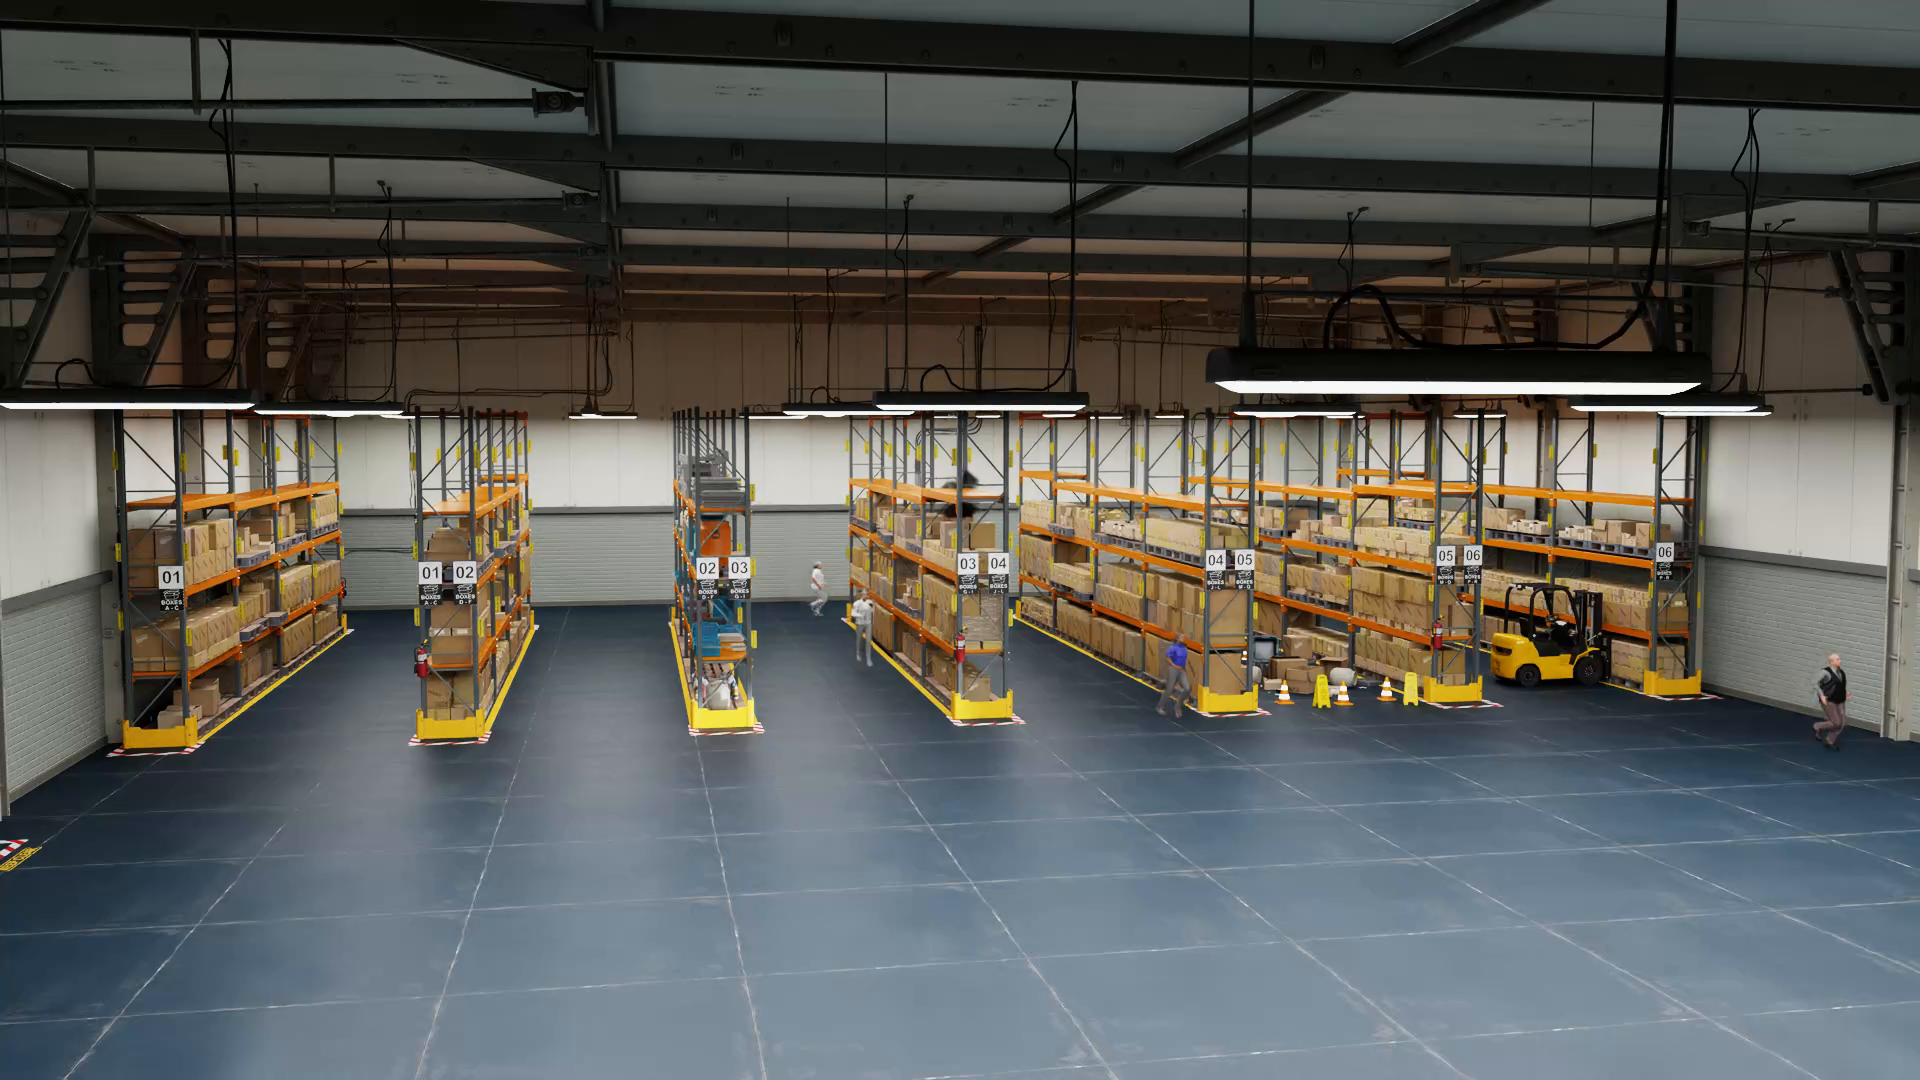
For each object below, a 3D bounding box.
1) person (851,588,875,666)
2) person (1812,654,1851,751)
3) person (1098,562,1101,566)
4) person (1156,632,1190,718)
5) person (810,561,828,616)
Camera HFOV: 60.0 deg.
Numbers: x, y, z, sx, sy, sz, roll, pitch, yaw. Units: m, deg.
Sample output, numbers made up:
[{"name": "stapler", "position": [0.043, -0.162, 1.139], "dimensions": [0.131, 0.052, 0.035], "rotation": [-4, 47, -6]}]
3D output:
[{"name": "person", "position": [-2.173, 1.934, 37.423], "dimensions": [0.562, 1.730, 0.813], "rotation": [-1, 4, -11]}, {"name": "person", "position": [15.245, 2.832, 29.064], "dimensions": [0.670, 1.681, 0.584], "rotation": [-2, 4, -20]}, {"name": "person", "position": [3.981, 1.500, 47.895], "dimensions": [0.553, 1.740, 0.842], "rotation": [-1, 4, -15]}, {"name": "person", "position": [4.232, 2.625, 32.414], "dimensions": [0.651, 1.648, 0.668], "rotation": [-3, 5, -36]}, {"name": "person", "position": [-4.168, 1.431, 49.070], "dimensions": [0.520, 1.619, 0.602], "rotation": [-1, 4, -8]}]
